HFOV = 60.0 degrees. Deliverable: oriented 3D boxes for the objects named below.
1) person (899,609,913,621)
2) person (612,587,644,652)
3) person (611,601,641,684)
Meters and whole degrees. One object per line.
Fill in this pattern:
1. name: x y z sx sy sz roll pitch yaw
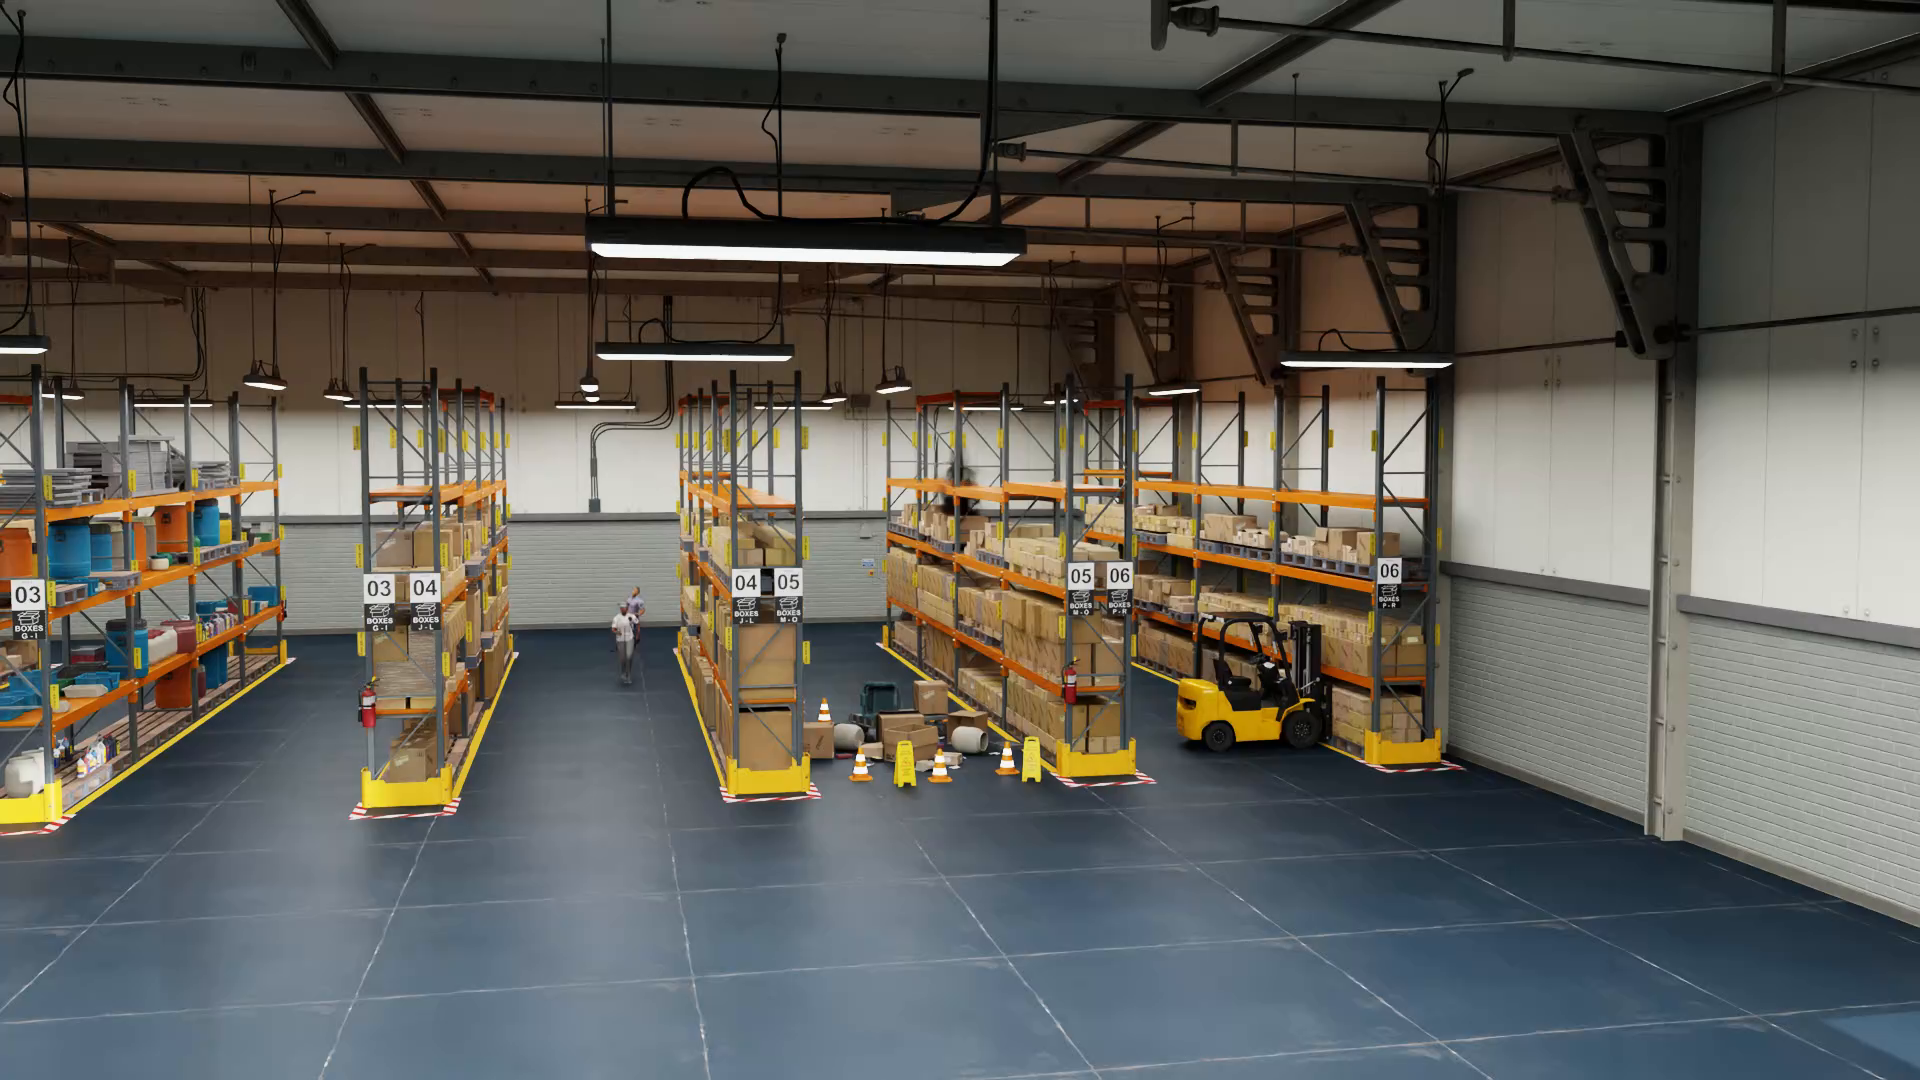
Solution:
1. person: -1.301 1.684 41.889 0.639 1.649 0.768 1 4 19
2. person: -7.874 1.886 39.497 0.712 1.565 0.545 3 5 44
3. person: -6.930 2.125 34.477 0.577 1.735 0.738 0 3 -4
